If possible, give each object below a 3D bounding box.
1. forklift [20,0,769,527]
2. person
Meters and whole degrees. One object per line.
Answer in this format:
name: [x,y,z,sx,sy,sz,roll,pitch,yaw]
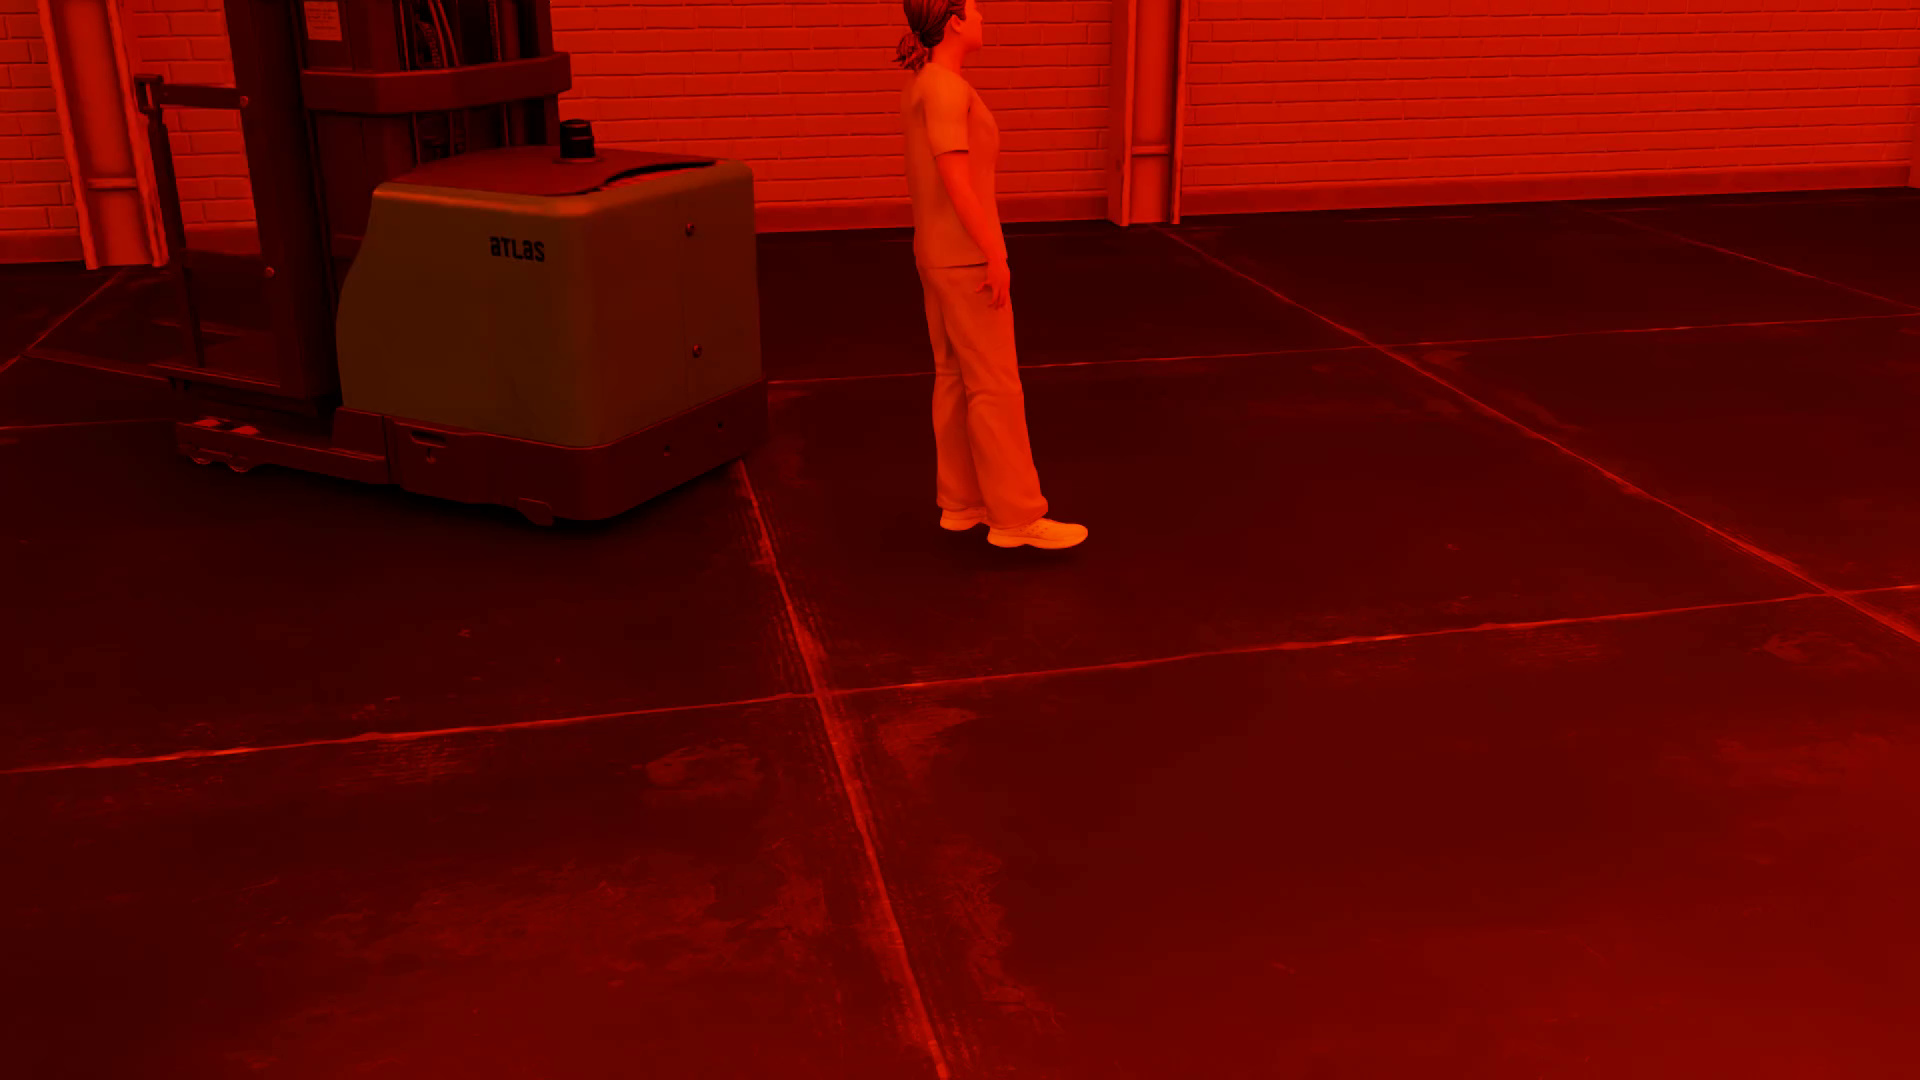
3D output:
forklift: [-2.245,-1.762,5.803,3.031,2.935,1.130,10,23,25]
person: [0.074,-0.828,4.985,0.549,1.676,0.549,-5,21,-12]
